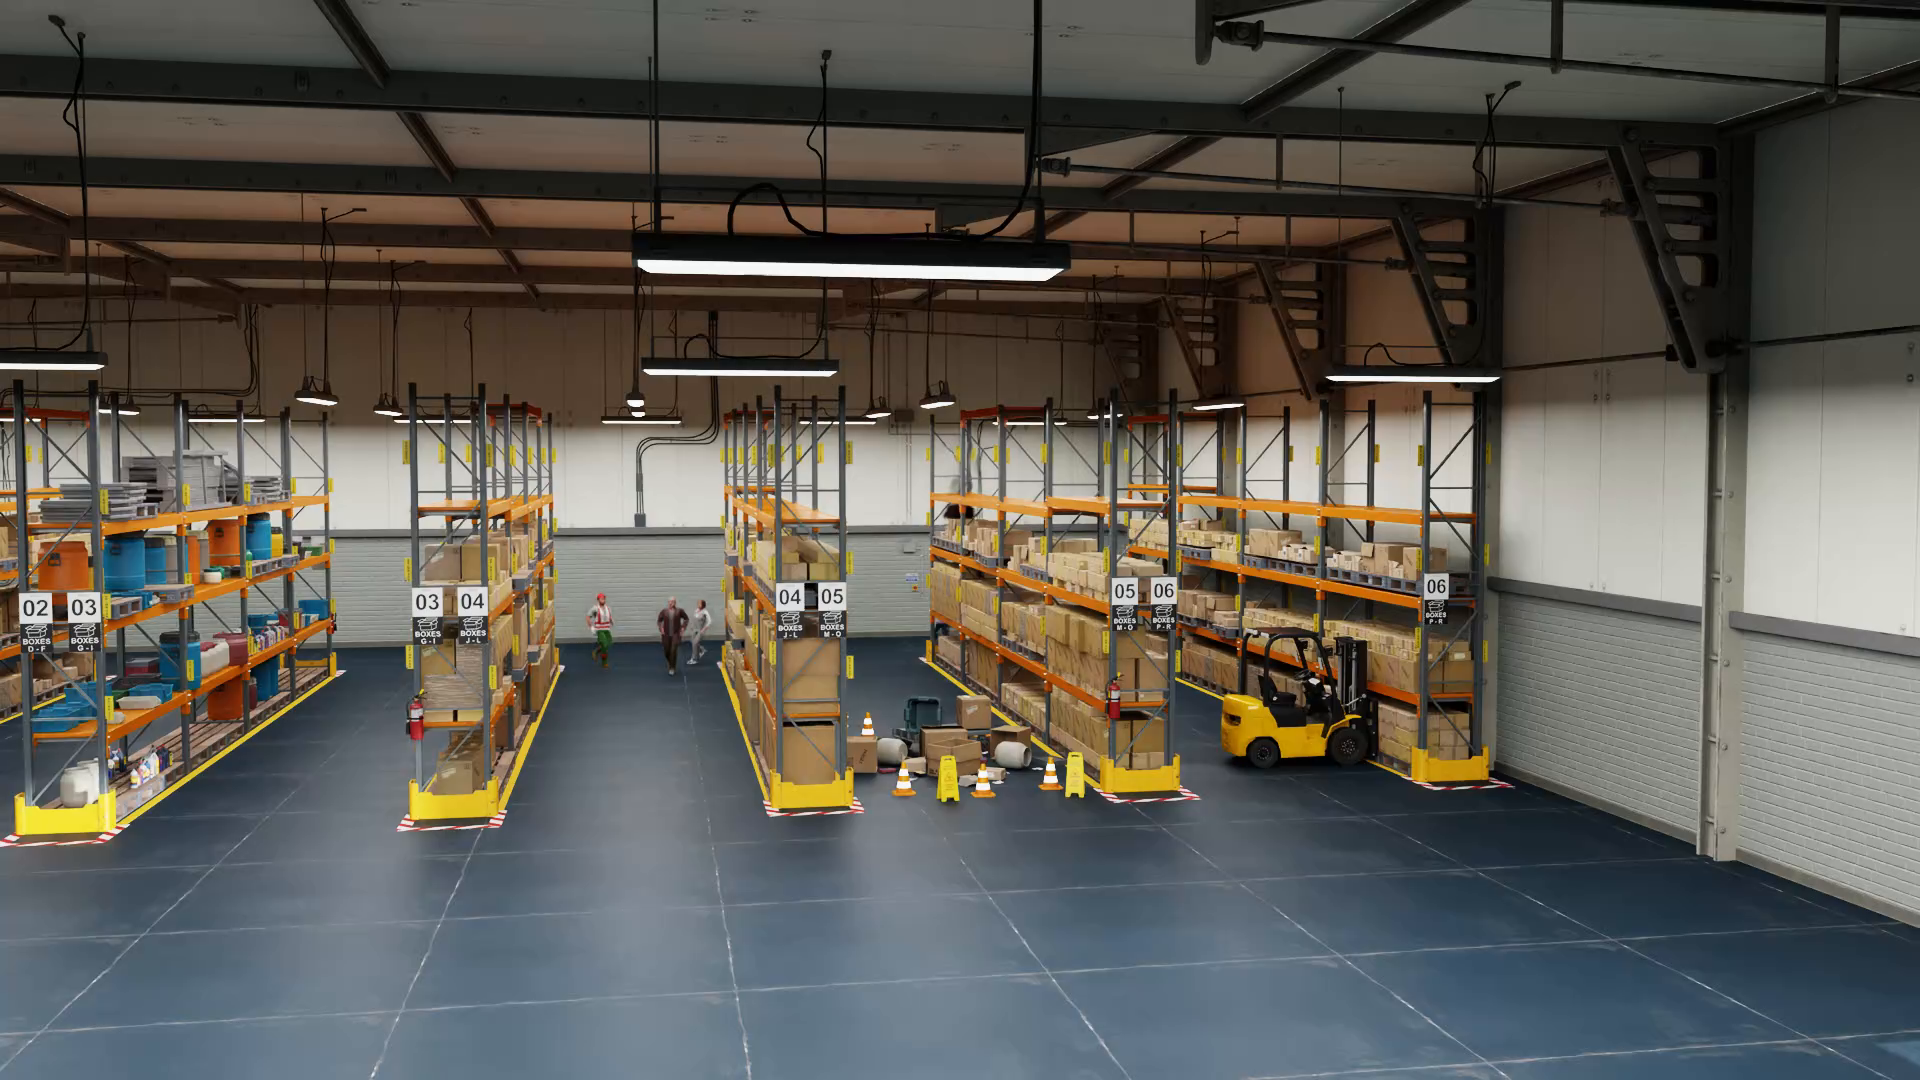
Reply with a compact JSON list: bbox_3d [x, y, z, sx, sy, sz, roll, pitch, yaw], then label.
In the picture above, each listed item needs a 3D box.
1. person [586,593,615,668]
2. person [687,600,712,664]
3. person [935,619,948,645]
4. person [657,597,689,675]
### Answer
[{"bbox_3d":[-8.500,2.140,39.378,0.701,1.760,0.699,2,4,38],"label":"person"},{"bbox_3d":[-6.220,2.201,40.053,0.603,1.554,0.623,2,3,33],"label":"person"},{"bbox_3d":[-0.452,2.088,41.760,0.662,1.585,0.506,-1,3,-26],"label":"person"},{"bbox_3d":[-6.608,2.235,38.301,0.738,1.680,0.763,0,3,0],"label":"person"}]
